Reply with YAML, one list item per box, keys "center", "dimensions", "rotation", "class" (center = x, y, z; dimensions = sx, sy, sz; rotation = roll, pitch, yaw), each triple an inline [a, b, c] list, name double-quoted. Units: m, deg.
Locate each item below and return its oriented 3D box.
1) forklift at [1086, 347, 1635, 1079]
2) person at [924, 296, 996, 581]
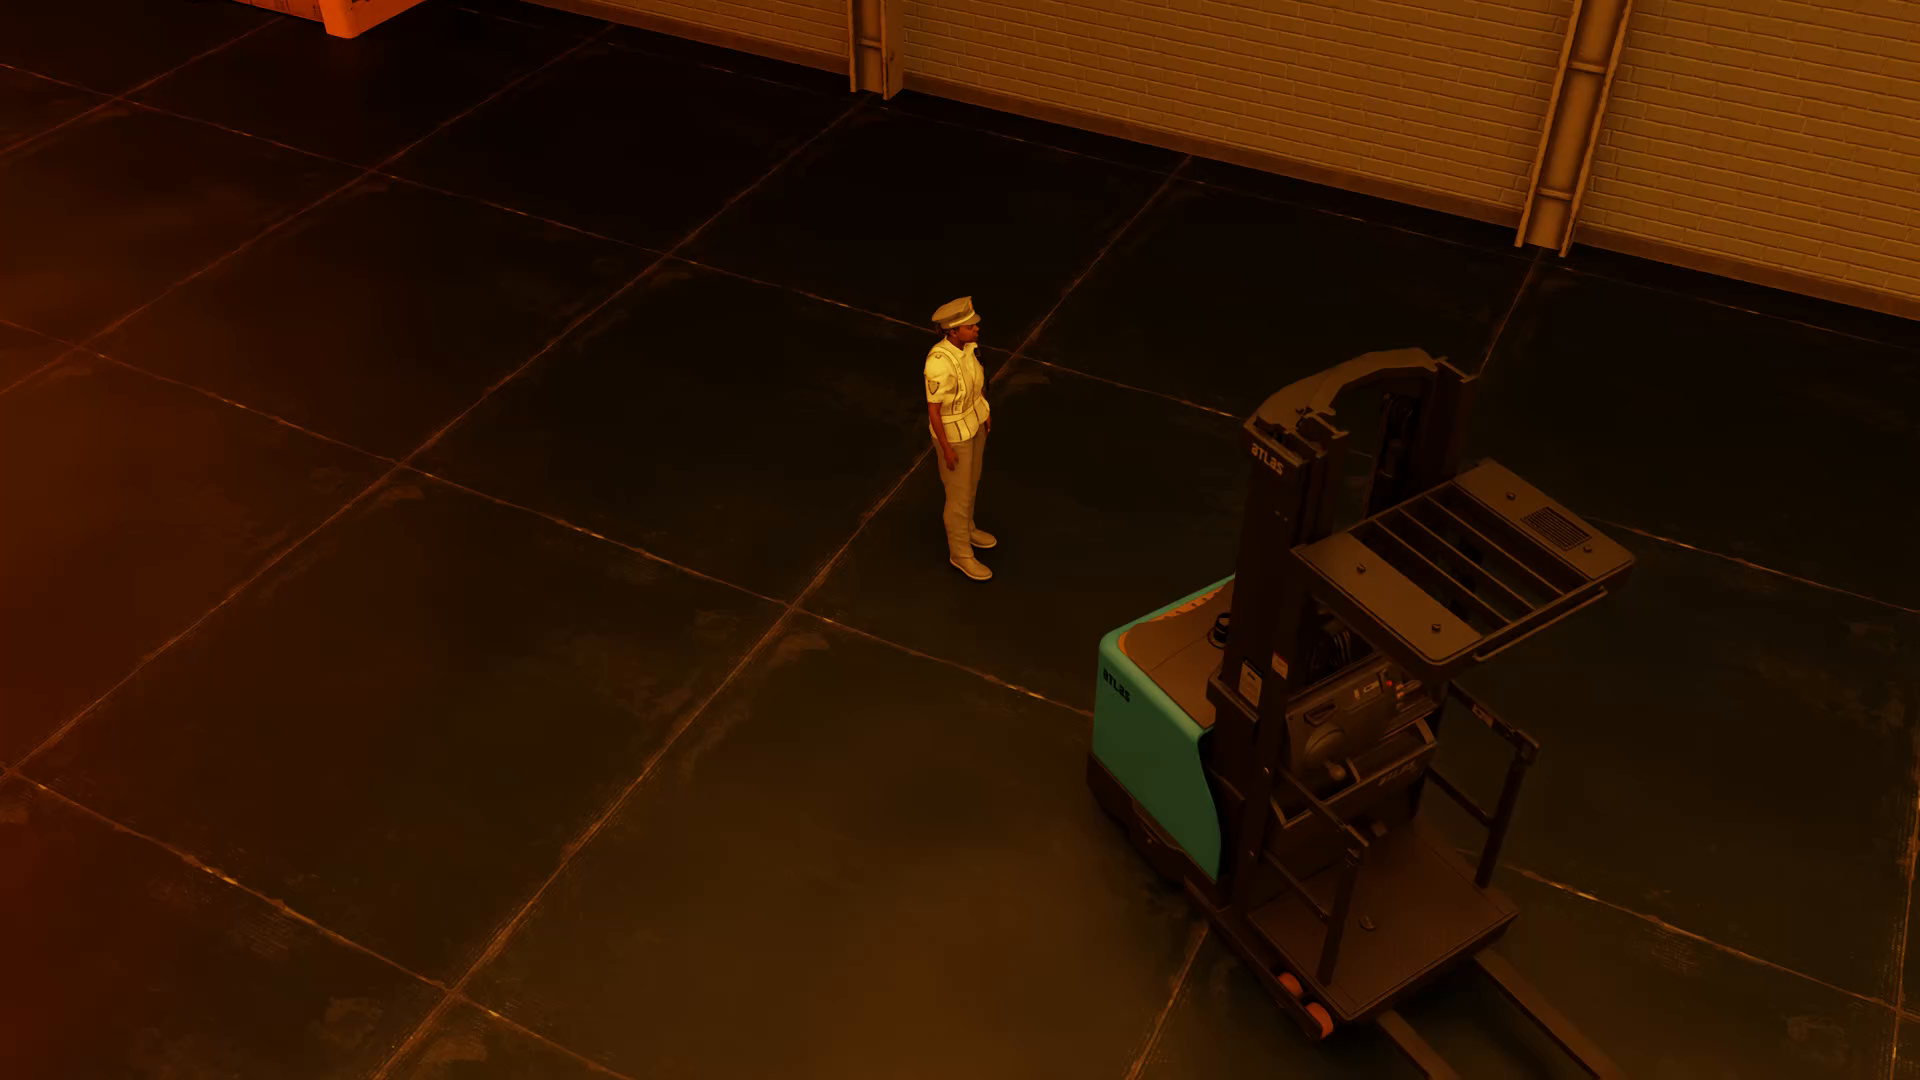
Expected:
- center: [1.881, 0.797, 7.041]
  dimensions: [1.130, 2.935, 3.031]
  rotation: [-23, 45, -25]
  class: "forklift"
- center: [0.058, -0.619, 9.672]
  dimensions: [0.528, 1.693, 0.569]
  rotation: [18, 43, 21]
  class: "person"
